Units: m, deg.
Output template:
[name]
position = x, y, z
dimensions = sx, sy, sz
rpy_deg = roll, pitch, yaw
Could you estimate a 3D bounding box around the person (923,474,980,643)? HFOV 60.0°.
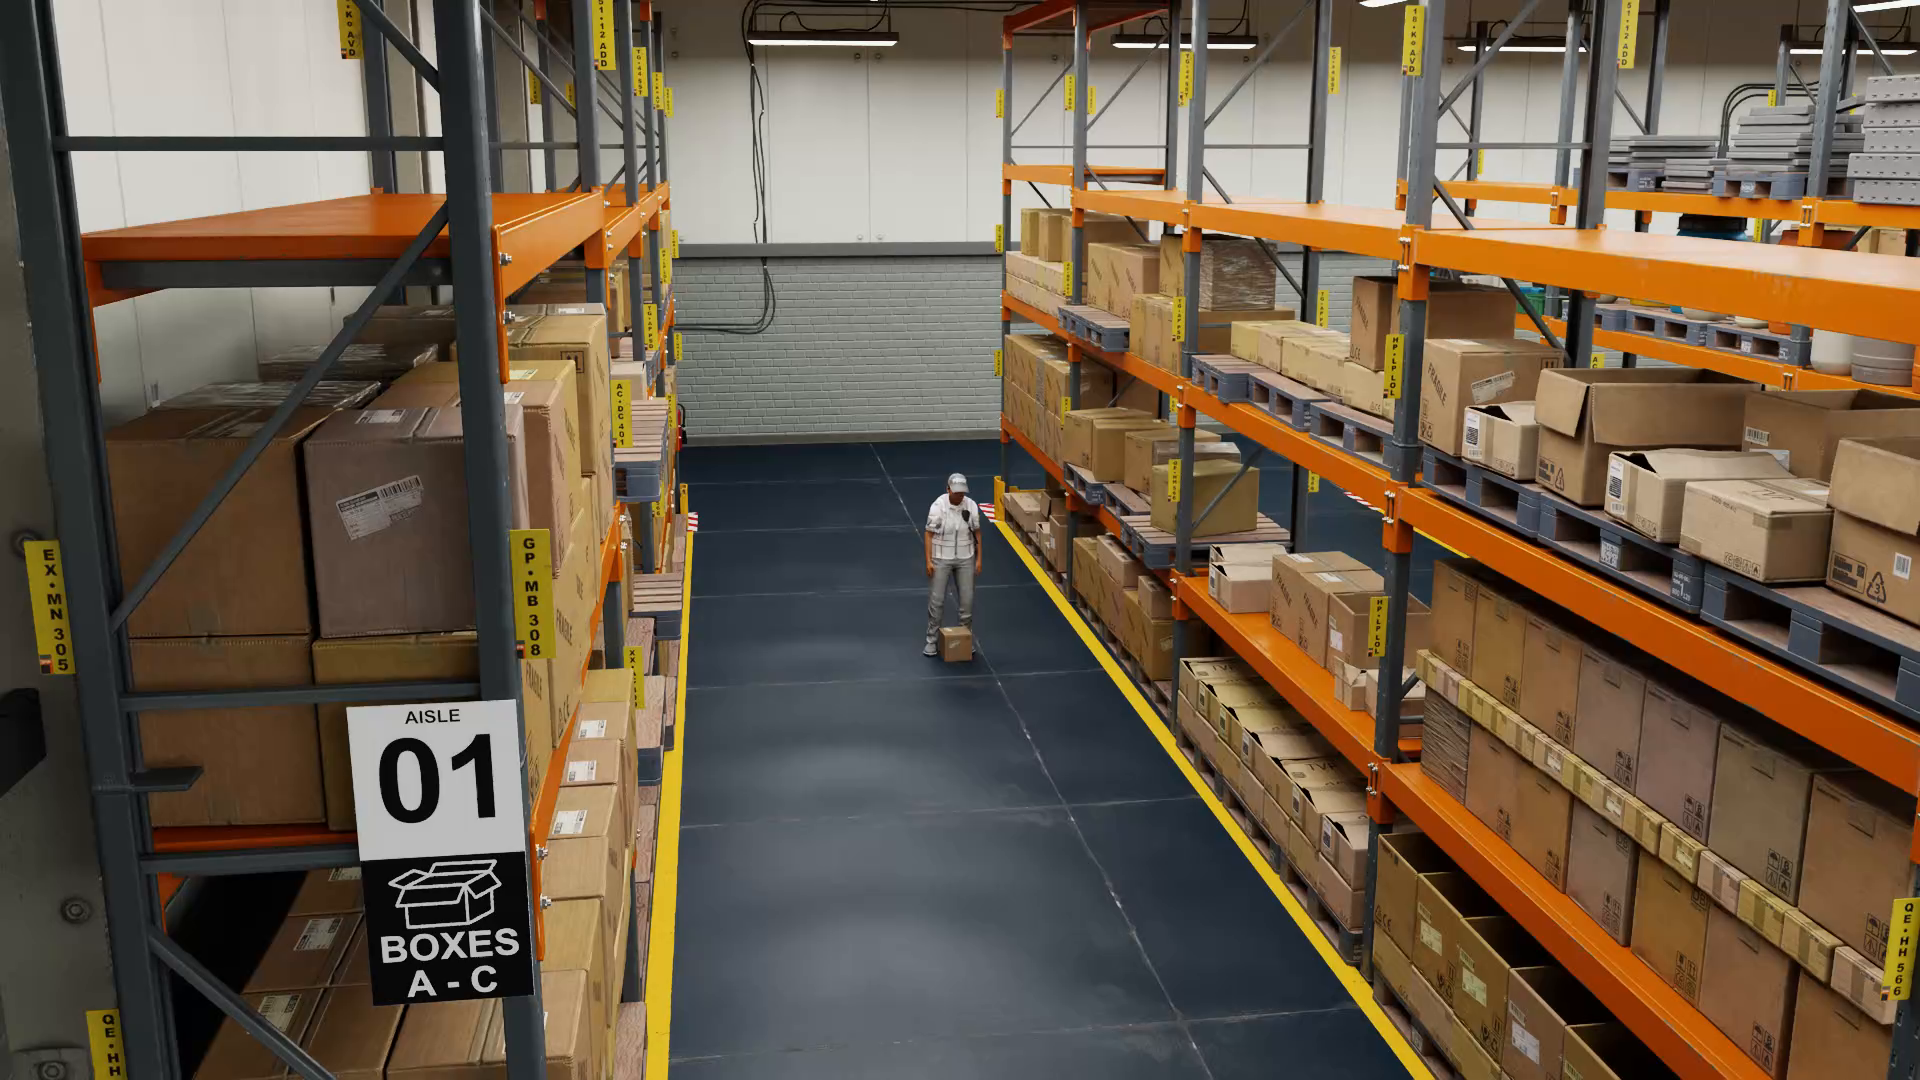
[person]
position = -0.072, 0.173, 15.096
dimensions = 0.524, 1.600, 0.466
rpy_deg = -2, 13, -8
